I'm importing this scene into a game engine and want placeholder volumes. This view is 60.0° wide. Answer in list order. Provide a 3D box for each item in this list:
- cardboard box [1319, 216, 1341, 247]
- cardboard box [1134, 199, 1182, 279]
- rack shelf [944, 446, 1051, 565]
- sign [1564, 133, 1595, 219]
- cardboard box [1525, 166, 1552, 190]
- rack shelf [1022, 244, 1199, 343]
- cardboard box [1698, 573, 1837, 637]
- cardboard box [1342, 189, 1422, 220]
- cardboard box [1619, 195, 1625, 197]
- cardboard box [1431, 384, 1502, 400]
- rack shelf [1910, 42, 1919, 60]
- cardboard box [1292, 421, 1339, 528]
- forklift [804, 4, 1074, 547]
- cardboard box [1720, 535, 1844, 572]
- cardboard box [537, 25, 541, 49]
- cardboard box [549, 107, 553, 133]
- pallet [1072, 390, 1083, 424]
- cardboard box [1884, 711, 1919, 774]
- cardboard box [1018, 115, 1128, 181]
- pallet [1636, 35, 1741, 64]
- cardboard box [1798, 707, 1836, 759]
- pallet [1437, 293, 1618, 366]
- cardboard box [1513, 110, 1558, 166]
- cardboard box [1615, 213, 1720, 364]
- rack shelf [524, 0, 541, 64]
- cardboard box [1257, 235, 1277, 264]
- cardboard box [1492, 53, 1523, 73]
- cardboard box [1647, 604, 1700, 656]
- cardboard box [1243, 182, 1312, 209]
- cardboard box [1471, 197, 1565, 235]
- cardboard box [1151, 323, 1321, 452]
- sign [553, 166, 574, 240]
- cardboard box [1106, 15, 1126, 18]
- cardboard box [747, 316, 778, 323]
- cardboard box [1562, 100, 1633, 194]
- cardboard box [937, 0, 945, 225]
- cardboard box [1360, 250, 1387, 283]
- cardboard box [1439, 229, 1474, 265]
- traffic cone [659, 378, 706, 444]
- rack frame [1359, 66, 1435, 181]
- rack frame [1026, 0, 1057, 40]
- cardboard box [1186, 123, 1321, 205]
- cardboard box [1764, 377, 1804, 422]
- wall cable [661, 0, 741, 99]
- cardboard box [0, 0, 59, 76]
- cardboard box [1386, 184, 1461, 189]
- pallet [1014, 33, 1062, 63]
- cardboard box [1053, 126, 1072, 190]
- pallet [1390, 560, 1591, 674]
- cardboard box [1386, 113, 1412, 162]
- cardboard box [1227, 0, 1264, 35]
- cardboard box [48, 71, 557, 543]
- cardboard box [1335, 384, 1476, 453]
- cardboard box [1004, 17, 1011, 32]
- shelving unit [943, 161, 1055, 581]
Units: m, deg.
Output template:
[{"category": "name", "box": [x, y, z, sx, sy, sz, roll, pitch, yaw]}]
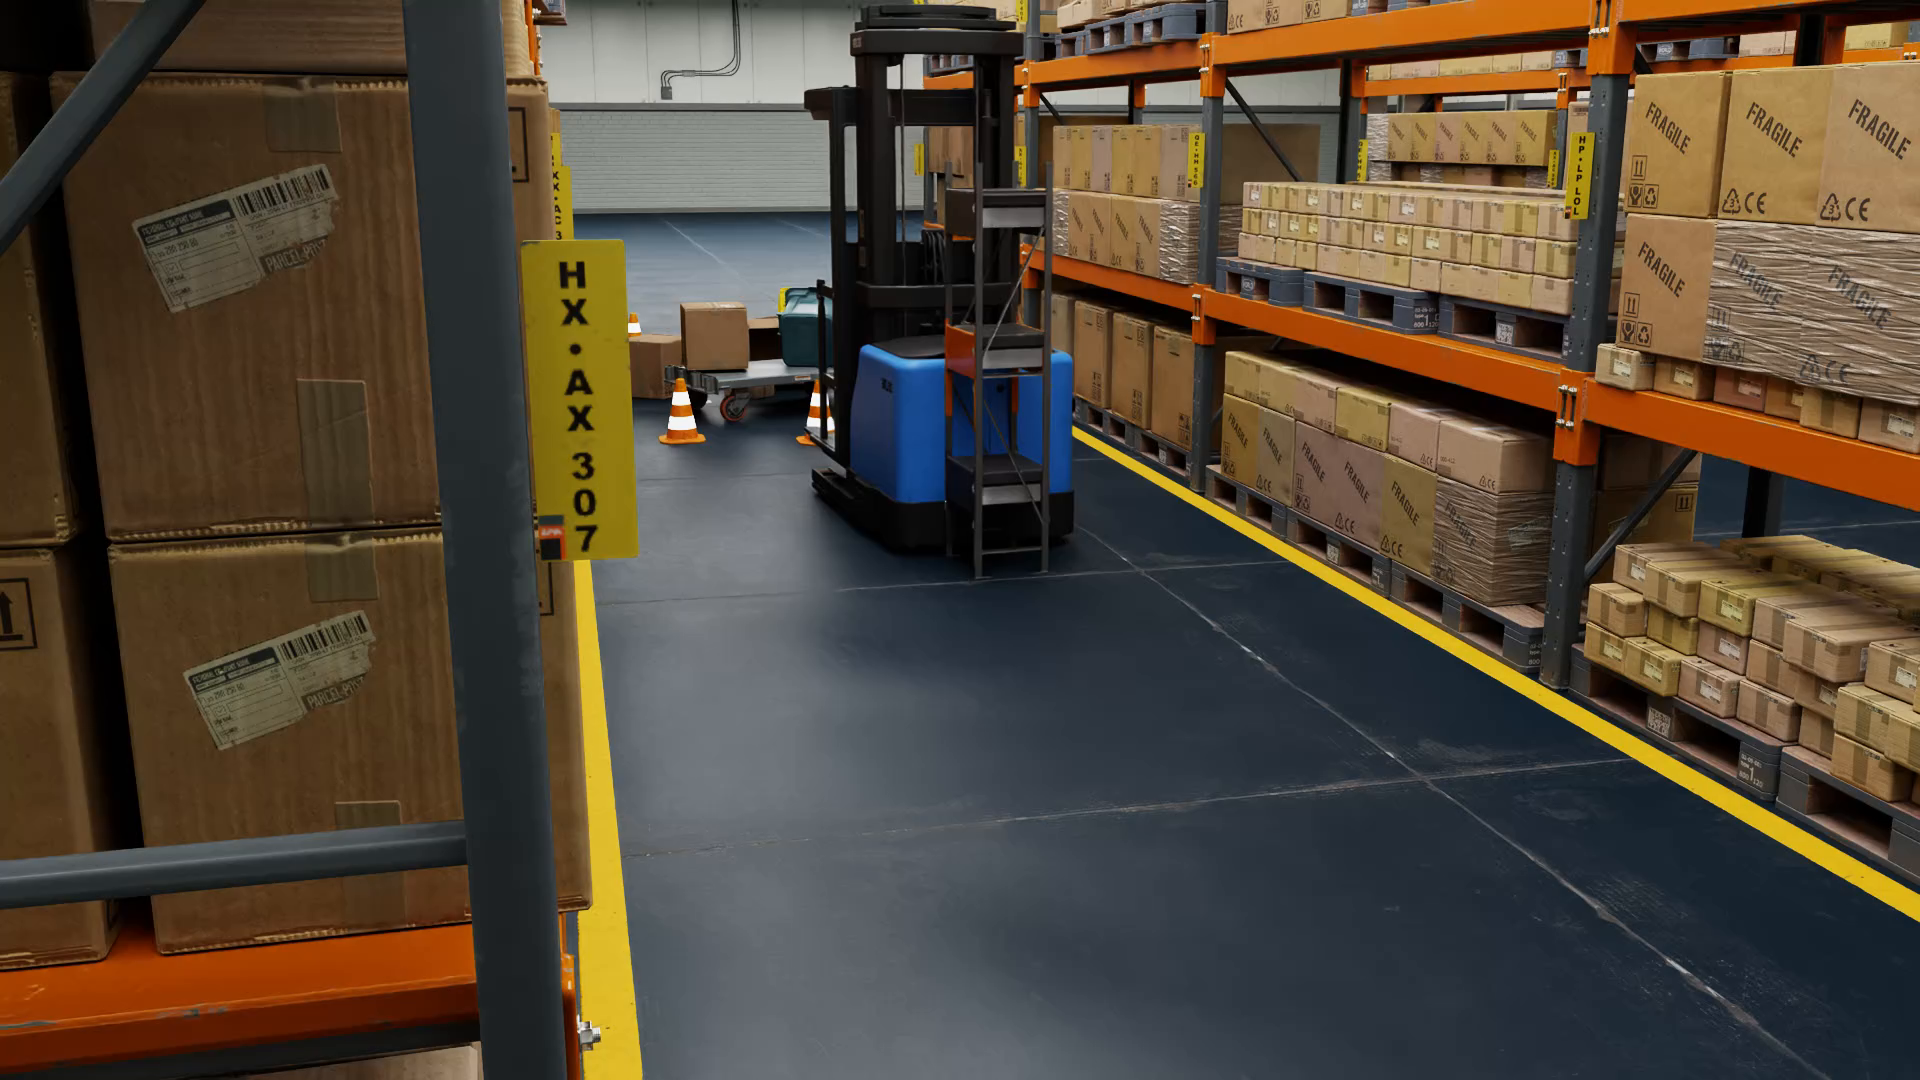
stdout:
[{"category": "cardboard box", "box": [2.153, -1.659, 8.913, 0.380, 0.149, 0.250, -3, 14, -13]}, {"category": "cardboard box", "box": [1.503, -2.047, 11.275, 0.500, 0.500, 0.500, -3, 14, -13]}, {"category": "rack shelf", "box": [0.192, -0.189, 8.784, 0.431, 0.518, 0.480, -4, 14, -18]}, {"category": "sign", "box": [2.386, -1.402, 6.407, 0.100, 0.325, 0.005, -3, 14, -13]}, {"category": "cardboard box", "box": [5.845, -3.271, 15.656, 0.875, 0.500, 0.500, -3, 14, -13]}, {"category": "rack shelf", "box": [1.516, -1.906, 12.425, 1.077, 0.370, 4.000, -3, 14, -13]}, {"category": "cardboard box", "box": [2.919, 0.234, 6.018, 0.380, 0.149, 0.250, -3, 14, -14]}, {"category": "cardboard box", "box": [2.216, -1.745, 8.639, 0.380, 0.149, 0.250, -3, 14, -11]}, {"category": "cardboard box", "box": [3.094, -1.540, 7.801, 0.380, 0.149, 0.250, -3, 14, -14]}, {"category": "cardboard box", "box": [2.765, -0.651, 8.575, 0.500, 0.250, 0.500, -3, 14, -11]}, {"category": "rack shelf", "box": [7.300, -2.694, 9.328, 1.077, 0.370, 4.000, -3, 14, -13]}, {"category": "cardboard box", "box": [2.150, -0.373, 9.014, 0.500, 0.500, 0.500, -4, 14, -15]}, {"category": "forklift", "box": [-0.307, -1.690, 10.171, 1.130, 2.935, 3.031, -4, 14, -18]}, {"category": "cardboard box", "box": [3.262, 0.088, 6.616, 0.380, 0.149, 0.250, -3, 14, -12]}, {"category": "cardboard box", "box": [-3.814, -4.298, 14.069, 0.500, 0.250, 0.500, -3, 14, -13]}, {"category": "cardboard box", "box": [-3.733, -3.329, 13.790, 0.700, 0.500, 0.500, -3, 14, -13]}, {"category": "pallet", "box": [1.301, -1.189, 13.848, 1.003, 0.211, 1.213, -3, 14, -13]}, {"category": "cardboard box", "box": [3.071, 0.621, 5.060, 0.380, 0.149, 0.250, -3, 14, -13]}, {"category": "cardboard box", "box": [0.993, -3.402, 14.439, 0.875, 0.550, 0.550, -3, 14, -13]}, {"category": "pallet", "box": [6.179, -3.949, 13.345, 1.213, 0.211, 1.003, -3, 14, -13]}, {"category": "cardboard box", "box": [3.075, 0.643, 5.597, 0.380, 0.149, 0.250, -4, 14, -16]}, {"category": "pallet", "box": [2.887, -0.963, 7.452, 1.003, 0.211, 1.213, -3, 14, -13]}, {"category": "cardboard box", "box": [5.518, -3.738, 15.461, 0.500, 0.500, 0.500, -3, 14, -13]}, {"category": "cardboard box", "box": [2.796, -0.936, 6.102, 0.500, 0.500, 0.500, -4, 14, -14]}, {"category": "rack shelf", "box": [-1.393, -1.219, 3.290, 1.077, 0.370, 4.000, -3, 14, -13]}, {"category": "cardboard box", "box": [1.957, -1.700, 9.709, 0.380, 0.149, 0.250, -3, 14, -10]}, {"category": "cardboard box", "box": [5.418, -4.566, 15.793, 0.500, 0.250, 0.500, -3, 14, -12]}, {"category": "cardboard box", "box": [2.846, 0.320, 6.294, 0.380, 0.149, 0.250, -3, 14, -13]}, {"category": "cardboard box", "box": [1.907, -2.047, 9.876, 0.380, 0.149, 0.250, -3, 14, -13]}, {"category": "cardboard box", "box": [2.518, -1.446, 7.416, 0.380, 0.149, 0.250, -4, 14, -15]}, {"category": "cardboard box", "box": [1.930, -1.051, 11.264, 1.050, 0.750, 0.750, -3, 14, -14]}, {"category": "sign", "box": [-1.324, -1.063, 5.465, 0.100, 0.325, 0.005, -3, 14, -13]}, {"category": "cardboard box", "box": [1.280, -3.918, 12.011, 0.396, 0.266, 0.258, -3, 14, -13]}, {"category": "cardboard box", "box": [-1.808, -1.864, 15.996, 0.637, 0.503, 0.797, 10, 17, 35]}, {"category": "cardboard box", "box": [5.942, -3.275, 14.361, 1.000, 1.000, 1.000, -3, 14, -13]}, {"category": "cardboard box", "box": [0.218, -4.444, 17.280, 1.002, 2.307, 0.870, -3, 14, -14]}, {"category": "cardboard box", "box": [2.267, -1.396, 8.465, 0.380, 0.149, 0.250, -4, 14, -15]}, {"category": "cardboard box", "box": [2.452, -1.360, 7.690, 0.380, 0.149, 0.250, -4, 14, -15]}, {"category": "traffic cone", "box": [-2.090, -0.978, 12.453, 0.336, 0.463, 0.334, -3, 14, -13]}, {"category": "rack frame", "box": [4.952, -3.893, 19.041, 1.000, 3.000, 0.127, -3, 14, -13]}, {"category": "rack frame", "box": [1.046, -5.631, 13.516, 1.000, 3.000, 0.127, -3, 14, -13]}, {"category": "cardboard box", "box": [1.890, -2.433, 10.747, 0.700, 0.500, 0.500, -3, 14, -13]}, {"category": "cardboard box", "box": [2.978, -0.489, 5.637, 0.380, 0.149, 0.250, -4, 14, -16]}, {"category": "wall cable", "box": [-7.438, -15.618, 47.228, 2.305, 6.003, 0.169, -3, 14, -13]}, {"category": "cardboard box", "box": [-1.202, -0.571, 1.758, 0.380, 0.149, 0.250, -3, 14, -12]}, {"category": "cardboard box", "box": [2.665, -1.959, 9.517, 0.380, 0.149, 0.250, -3, 14, -11]}, {"category": "pallet", "box": [0.864, -4.320, 14.658, 1.003, 0.211, 1.213, -3, 14, -13]}, {"category": "cardboard box", "box": [1.168, -3.137, 13.630, 0.700, 0.500, 0.500, -4, 14, -14]}, {"category": "pallet", "box": [2.741, 0.304, 7.740, 1.003, 0.211, 1.213, -3, 14, -13]}, {"category": "cardboard box", "box": [4.926, -4.314, 17.820, 0.500, 0.500, 0.500, -3, 14, -13]}, {"category": "cardboard box", "box": [1.861, -3.153, 9.483, 0.500, 0.500, 0.500, -3, 14, -13]}, {"category": "cardboard box", "box": [-0.759, -0.310, 2.060, 0.500, 0.500, 0.500, -4, 14, -14]}, {"category": "cardboard box", "box": [2.259, -0.624, 8.462, 0.500, 0.250, 0.500, -4, 14, -16]}, {"category": "cardboard box", "box": [0.590, -4.429, 14.349, 0.380, 0.149, 0.250, -3, 14, -12]}, {"category": "shelving unit", "box": [0.192, -0.882, 8.615, 0.431, 2.100, 0.503, -4, 14, -18]}]
